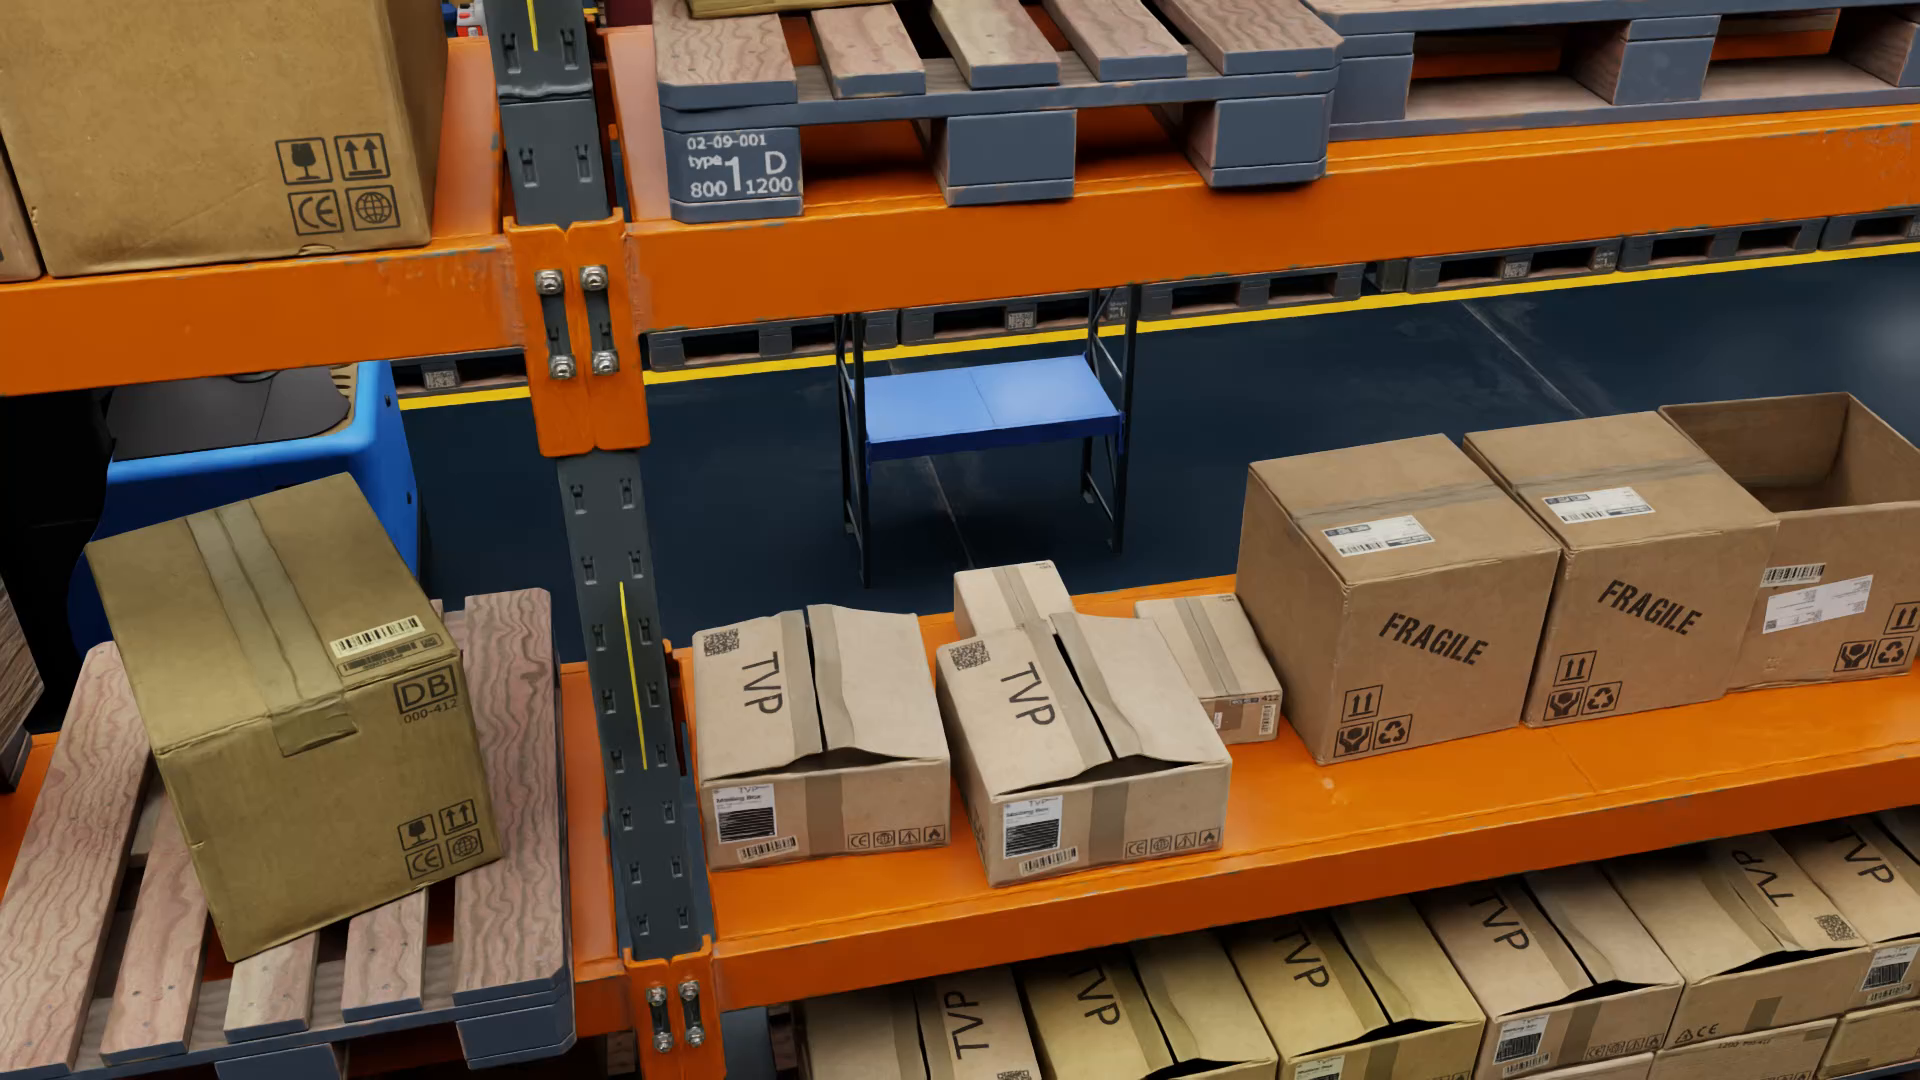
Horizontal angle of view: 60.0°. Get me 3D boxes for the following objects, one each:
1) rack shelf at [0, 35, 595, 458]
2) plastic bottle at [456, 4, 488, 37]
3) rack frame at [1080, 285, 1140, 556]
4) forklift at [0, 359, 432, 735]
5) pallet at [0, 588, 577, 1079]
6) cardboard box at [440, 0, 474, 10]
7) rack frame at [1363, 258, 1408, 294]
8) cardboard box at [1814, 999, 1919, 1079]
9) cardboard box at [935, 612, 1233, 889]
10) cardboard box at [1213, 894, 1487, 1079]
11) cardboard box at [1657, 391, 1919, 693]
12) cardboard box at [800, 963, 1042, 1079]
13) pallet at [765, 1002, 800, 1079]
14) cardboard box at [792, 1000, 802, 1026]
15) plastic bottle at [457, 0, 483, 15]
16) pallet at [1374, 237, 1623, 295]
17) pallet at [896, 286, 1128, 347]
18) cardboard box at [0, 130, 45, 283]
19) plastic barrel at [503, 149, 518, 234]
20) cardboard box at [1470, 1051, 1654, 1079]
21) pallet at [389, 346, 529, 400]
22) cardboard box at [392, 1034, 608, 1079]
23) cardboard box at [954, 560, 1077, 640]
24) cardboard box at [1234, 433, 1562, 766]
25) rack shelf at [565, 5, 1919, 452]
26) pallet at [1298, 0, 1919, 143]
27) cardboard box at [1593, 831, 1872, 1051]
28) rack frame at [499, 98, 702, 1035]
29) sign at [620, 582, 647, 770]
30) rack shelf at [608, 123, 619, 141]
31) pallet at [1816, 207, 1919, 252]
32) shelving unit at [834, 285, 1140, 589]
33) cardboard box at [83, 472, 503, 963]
[{"bbox_3d":[-2.620,-0.320,2.489,4.000,0.370,1.077,-7,35,-11],"label":"rack shelf"},{"bbox_3d":[-2.218,-2.300,7.597,0.135,0.276,0.152,-7,35,-11],"label":"plastic bottle"},{"bbox_3d":[0.579,-0.696,6.441,0.032,1.500,0.500,-7,35,-11],"label":"rack frame"},{"bbox_3d":[-3.459,-0.711,5.179,3.031,2.935,1.130,-8,35,-12],"label":"forklift"},{"bbox_3d":[-1.315,0.582,3.363,1.003,0.211,1.213,-7,35,-11],"label":"pallet"},{"bbox_3d":[-3.529,-4.222,11.880,0.875,0.875,1.225,-9,35,-13],"label":"cardboard box"},{"bbox_3d":[2.143,-2.804,8.236,0.127,3.000,1.000,-7,35,-11],"label":"rack frame"},{"bbox_3d":[2.398,1.126,4.471,0.500,0.250,0.500,-8,35,-11],"label":"cardboard box"},{"bbox_3d":[0.246,0.413,3.522,0.500,0.311,0.500,-8,35,-11],"label":"cardboard box"},{"bbox_3d":[0.915,1.080,4.036,0.500,0.311,0.500,-8,35,-12],"label":"cardboard box"},{"bbox_3d":[1.966,-0.002,3.972,0.500,0.500,0.500,-5,34,-7],"label":"cardboard box"},{"bbox_3d":[-0.094,1.211,3.842,0.500,0.311,0.500,-6,34,-9],"label":"cardboard box"},{"bbox_3d":[0.142,1.459,4.387,1.213,0.211,1.003,-7,35,-11],"label":"pallet"},{"bbox_3d":[-0.213,0.917,4.279,0.500,0.311,0.500,-6,34,-9],"label":"cardboard box"},{"bbox_3d":[-2.252,-2.383,7.720,0.135,0.276,0.152,-7,35,-11],"label":"plastic bottle"},{"bbox_3d":[2.807,-1.706,9.102,1.213,0.211,1.003,-7,35,-11],"label":"pallet"},{"bbox_3d":[0.193,-1.376,8.611,1.213,0.211,1.003,-7,35,-11],"label":"pallet"},{"bbox_3d":[-1.585,-0.772,2.426,0.500,0.500,0.910,-7,35,-11],"label":"cardboard box"},{"bbox_3d":[-2.232,-1.516,7.887,0.708,0.830,0.600,-7,35,-11],"label":"plastic barrel"},{"bbox_3d":[1.402,1.251,4.284,0.500,0.250,0.500,-6,34,-10],"label":"cardboard box"},{"bbox_3d":[-2.518,-1.034,8.102,1.213,0.211,1.003,-7,35,-11],"label":"pallet"},{"bbox_3d":[-1.176,1.137,4.213,0.500,0.500,0.500,-6,34,-9],"label":"cardboard box"},{"bbox_3d":[0.147,0.224,3.949,0.250,0.149,0.380,-7,35,-11],"label":"cardboard box"},{"bbox_3d":[0.964,0.124,3.783,0.500,0.500,0.500,-9,35,-13],"label":"cardboard box"},{"bbox_3d":[1.281,-0.812,3.222,4.000,0.370,1.077,-7,35,-11],"label":"rack shelf"},{"bbox_3d":[1.063,-1.057,3.111,1.213,0.211,1.003,-6,34,-8],"label":"pallet"},{"bbox_3d":[1.907,0.957,4.220,0.500,0.311,0.500,-7,35,-11],"label":"cardboard box"},{"bbox_3d":[-0.669,0.381,3.491,0.127,3.000,1.000,-7,35,-11],"label":"rack frame"},{"bbox_3d":[-0.540,0.227,2.752,0.005,0.325,0.100,-7,35,-11],"label":"sign"},{"bbox_3d":[0.192,-2.259,8.070,4.000,0.370,1.077,-7,35,-11],"label":"rack shelf"},{"bbox_3d":[5.187,-2.005,9.549,1.213,0.211,1.003,-7,35,-11],"label":"pallet"},{"bbox_3d":[0.083,-0.633,6.348,1.048,1.500,0.538,-7,35,-11],"label":"shelving unit"},{"bbox_3d":[-1.259,0.304,3.139,0.500,0.500,0.700,-19,38,-26],"label":"cardboard box"}]
